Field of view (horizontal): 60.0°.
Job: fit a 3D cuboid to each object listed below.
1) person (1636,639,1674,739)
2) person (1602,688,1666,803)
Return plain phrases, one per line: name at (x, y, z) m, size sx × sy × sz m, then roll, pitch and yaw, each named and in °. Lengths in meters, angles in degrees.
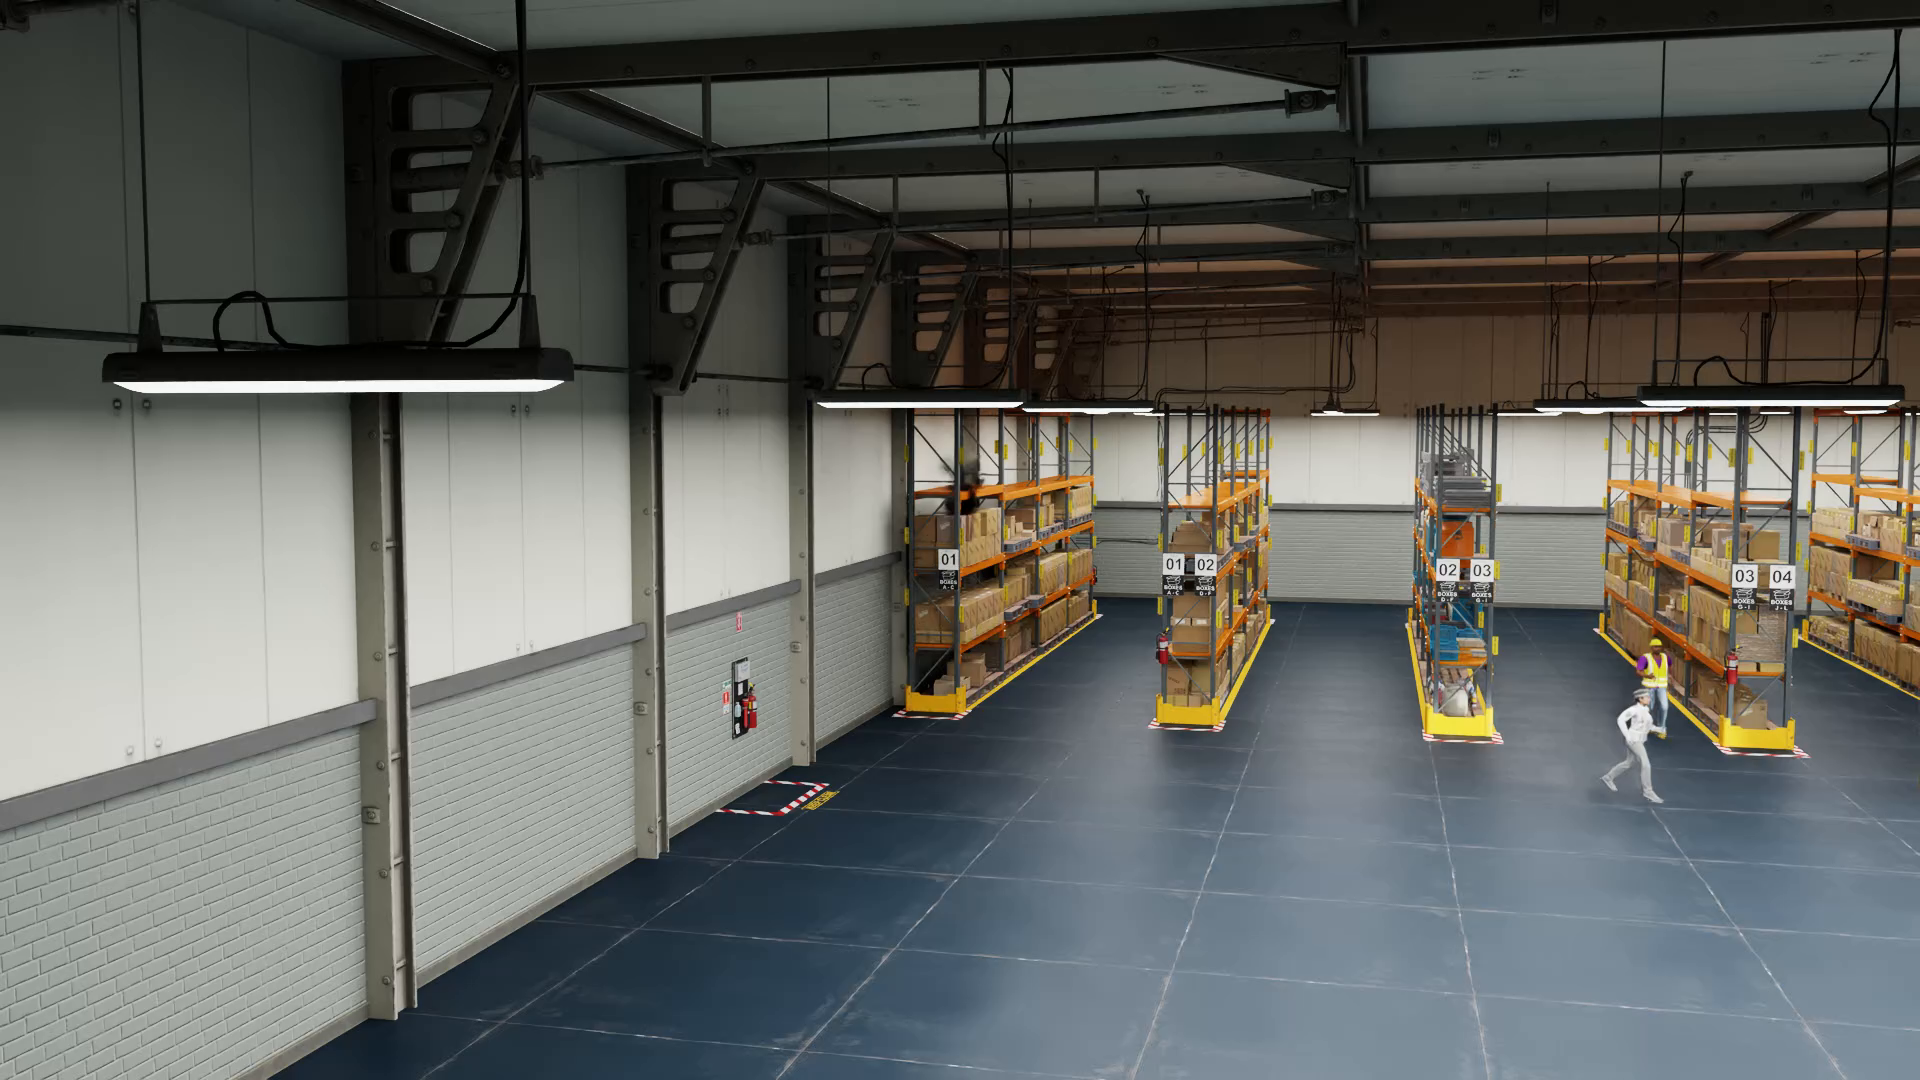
person at (12.506, 2.686, 29.891) m, size 0.726 × 1.839 × 0.744 m, roll 0°, pitch 4°, yaw 5°
person at (10.160, 3.059, 25.089) m, size 0.932 × 1.698 × 0.570 m, roll 3°, pitch 5°, yaw 38°
